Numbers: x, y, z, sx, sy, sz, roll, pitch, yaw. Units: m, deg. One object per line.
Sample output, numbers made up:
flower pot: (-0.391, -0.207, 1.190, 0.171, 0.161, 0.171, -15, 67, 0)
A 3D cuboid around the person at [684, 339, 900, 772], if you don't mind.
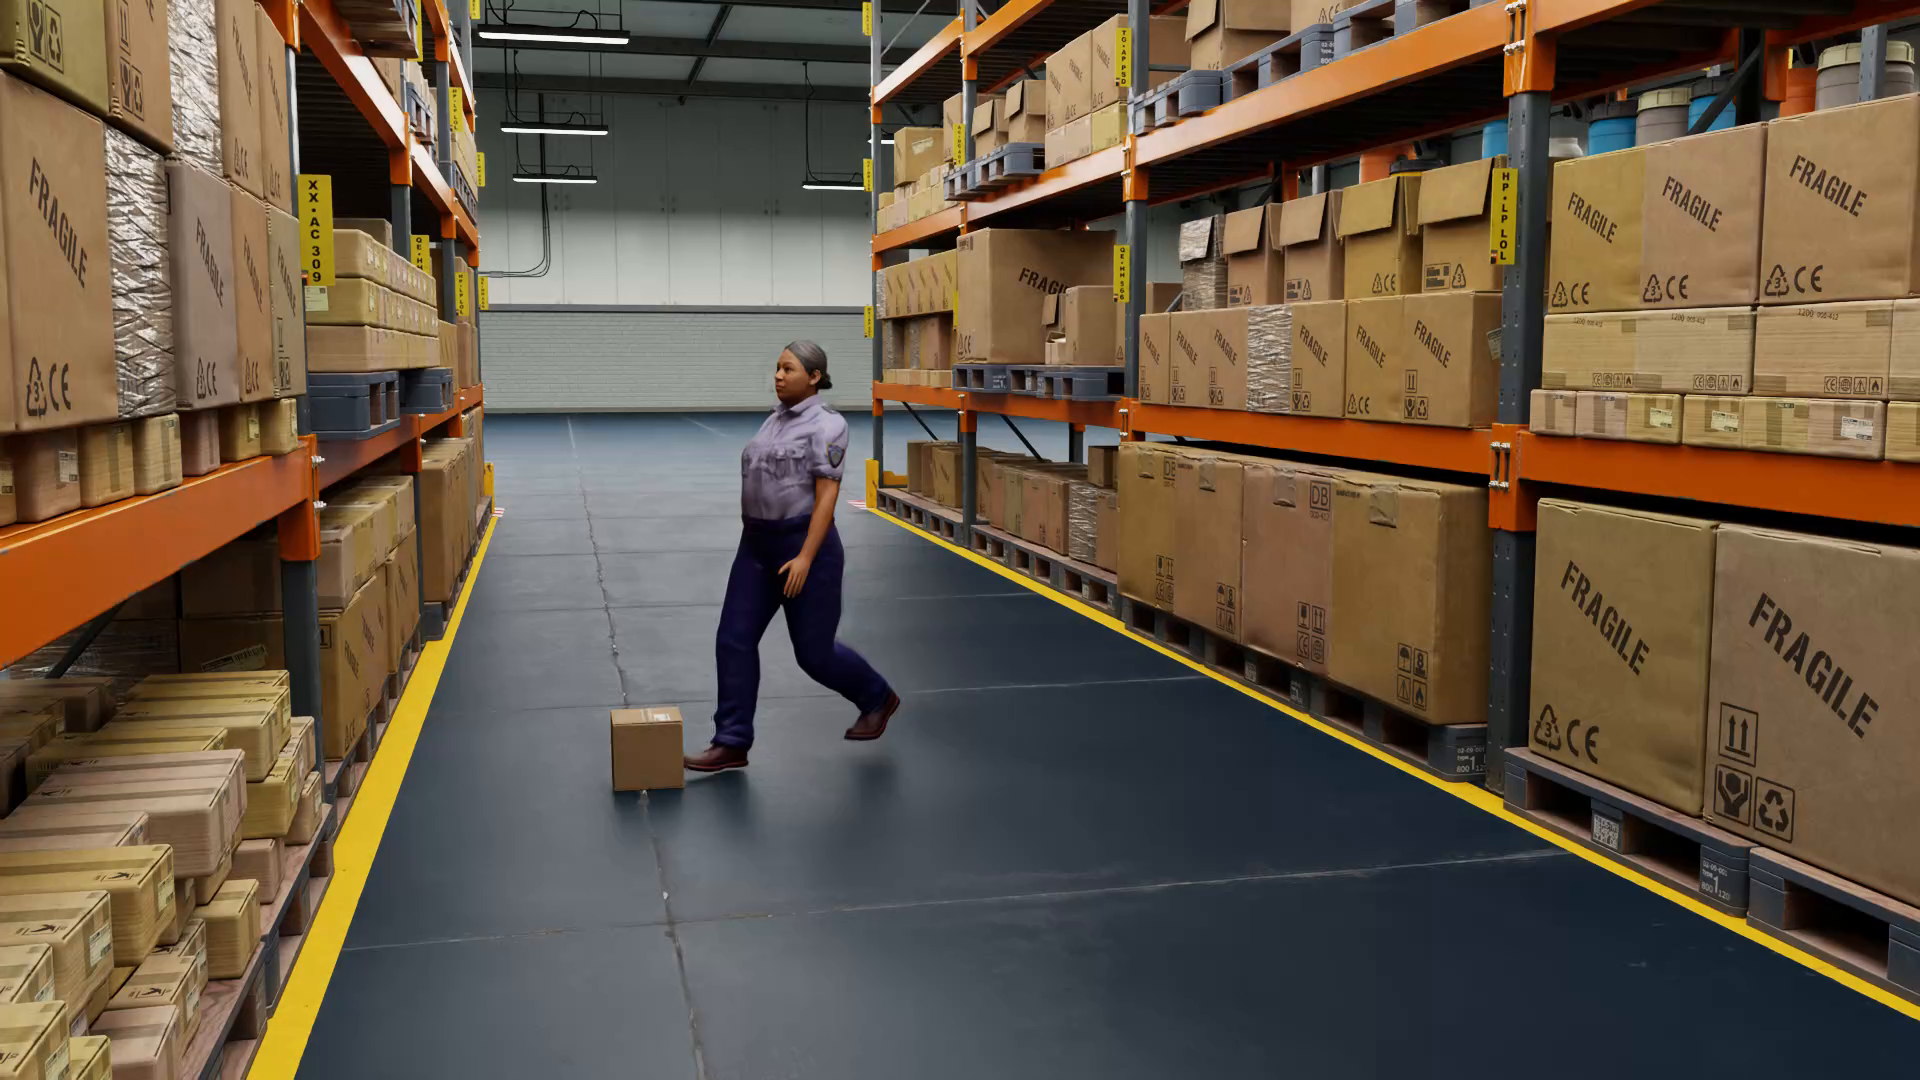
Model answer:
person: (-0.630, 0.057, 6.275, 0.482, 1.608, 0.860, 6, 8, 42)
